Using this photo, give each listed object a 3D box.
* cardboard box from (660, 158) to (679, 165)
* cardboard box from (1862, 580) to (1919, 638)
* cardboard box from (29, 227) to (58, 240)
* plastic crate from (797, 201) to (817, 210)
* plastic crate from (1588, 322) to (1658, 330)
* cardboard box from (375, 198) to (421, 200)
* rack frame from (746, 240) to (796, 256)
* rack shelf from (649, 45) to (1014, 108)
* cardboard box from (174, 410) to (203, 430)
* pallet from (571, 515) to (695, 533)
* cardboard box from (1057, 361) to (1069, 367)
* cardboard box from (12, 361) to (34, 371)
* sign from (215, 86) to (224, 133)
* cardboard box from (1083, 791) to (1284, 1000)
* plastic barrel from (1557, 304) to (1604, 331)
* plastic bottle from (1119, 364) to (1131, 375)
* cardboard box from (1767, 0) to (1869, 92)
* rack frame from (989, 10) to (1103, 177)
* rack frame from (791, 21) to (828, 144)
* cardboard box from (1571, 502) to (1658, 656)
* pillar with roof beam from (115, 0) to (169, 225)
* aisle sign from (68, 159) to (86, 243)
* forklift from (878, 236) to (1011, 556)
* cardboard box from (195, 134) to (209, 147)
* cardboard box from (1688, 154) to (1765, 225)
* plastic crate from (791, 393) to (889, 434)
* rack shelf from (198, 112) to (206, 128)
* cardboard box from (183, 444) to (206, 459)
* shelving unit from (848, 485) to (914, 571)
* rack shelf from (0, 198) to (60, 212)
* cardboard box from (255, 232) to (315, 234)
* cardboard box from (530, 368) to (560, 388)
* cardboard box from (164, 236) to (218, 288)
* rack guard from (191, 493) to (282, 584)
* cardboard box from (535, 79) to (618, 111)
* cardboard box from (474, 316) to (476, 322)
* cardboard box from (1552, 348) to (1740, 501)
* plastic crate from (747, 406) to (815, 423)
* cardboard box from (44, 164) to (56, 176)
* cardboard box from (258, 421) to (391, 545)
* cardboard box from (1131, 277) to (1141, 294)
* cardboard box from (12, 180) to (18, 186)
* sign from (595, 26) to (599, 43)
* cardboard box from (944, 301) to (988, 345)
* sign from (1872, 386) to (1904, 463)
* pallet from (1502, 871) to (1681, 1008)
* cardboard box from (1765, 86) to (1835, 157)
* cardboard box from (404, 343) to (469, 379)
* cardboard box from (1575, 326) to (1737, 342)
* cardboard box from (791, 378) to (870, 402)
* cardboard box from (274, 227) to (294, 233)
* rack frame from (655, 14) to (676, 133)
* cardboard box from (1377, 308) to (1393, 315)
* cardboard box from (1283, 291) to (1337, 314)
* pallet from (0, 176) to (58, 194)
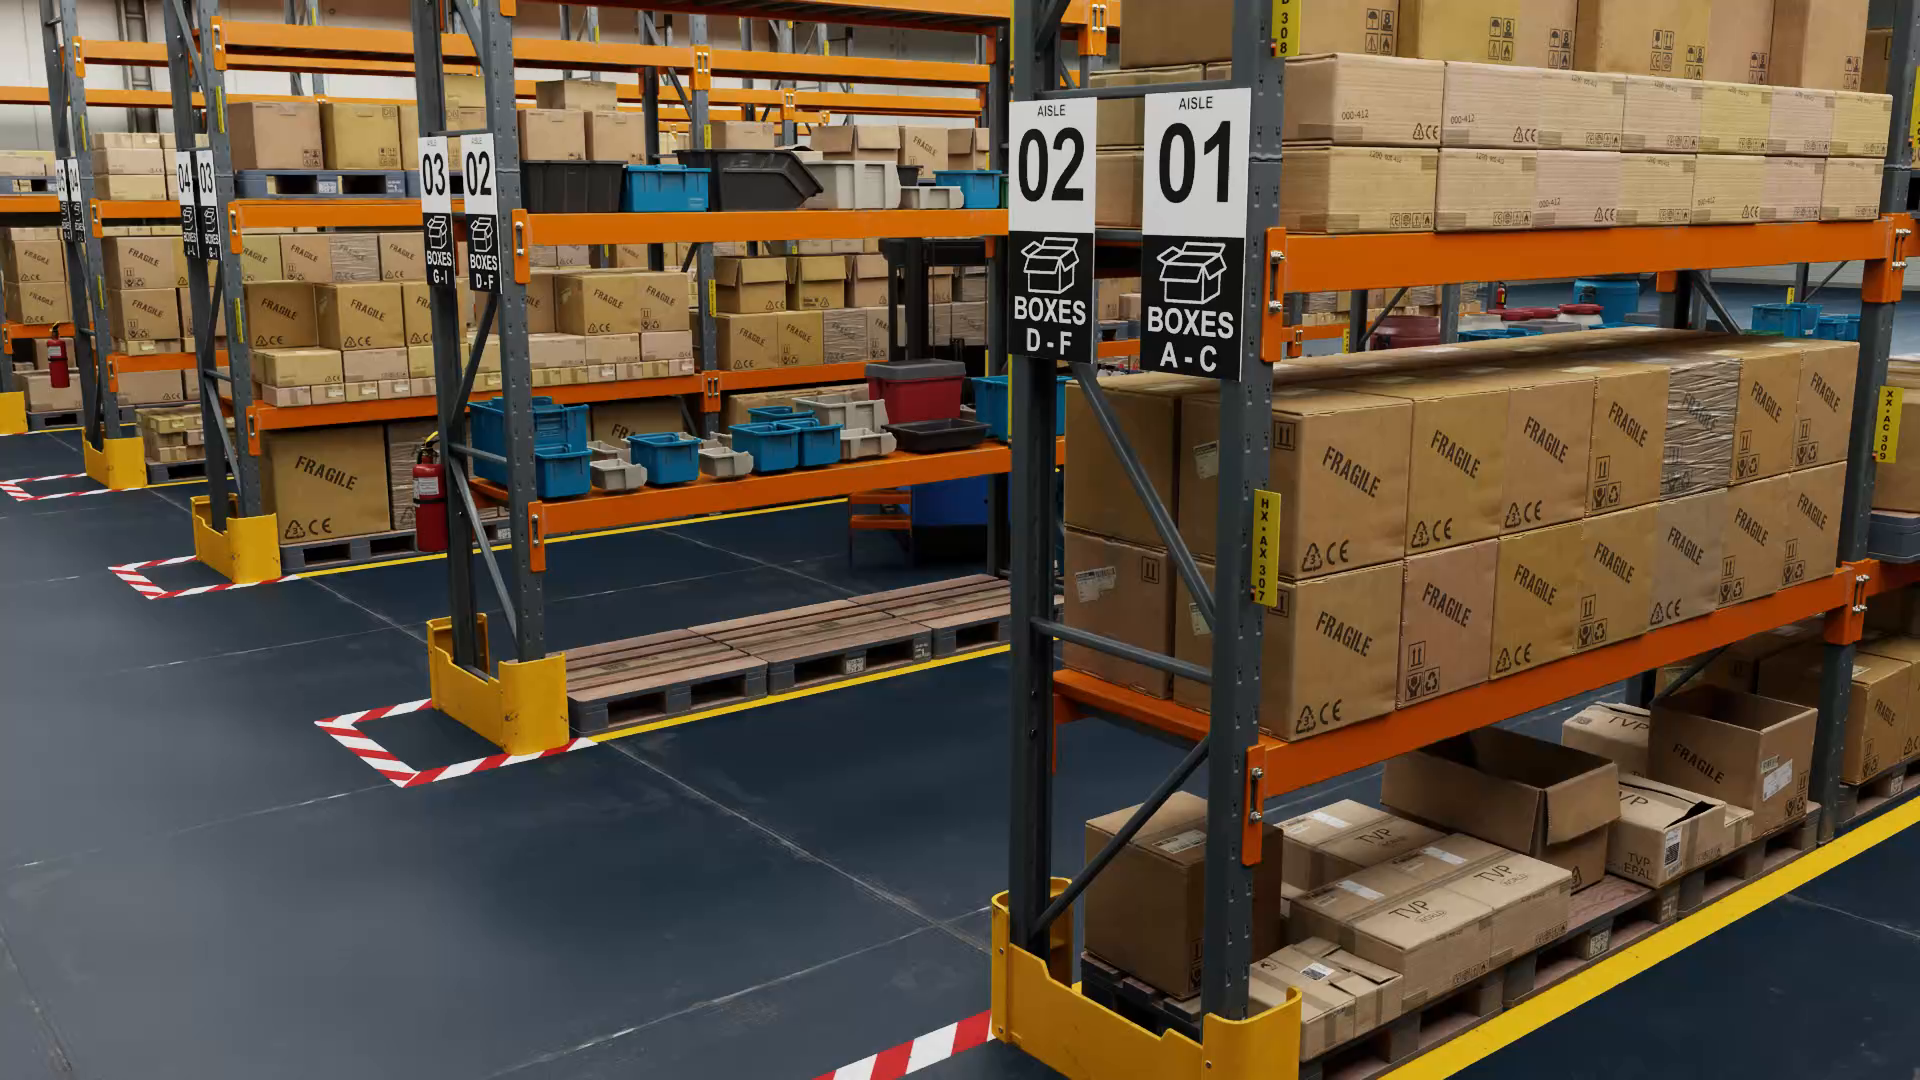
[{"bbox_3d":[-3.497,-4.374,20.044,0.500,0.500,0.500,-9,15,-38],"label":"cardboard box"},{"bbox_3d":[4.958,0.327,8.520,0.500,0.250,0.500,-9,15,-38],"label":"cardboard box"},{"bbox_3d":[-11.242,-3.758,20.396,0.250,0.149,0.380,-9,15,-36],"label":"cardboard box"},{"bbox_3d":[-1.109,-2.092,10.173,0.530,0.136,0.437,-9,15,-38],"label":"plastic crate"},{"bbox_3d":[6.136,-1.801,15.428,0.575,0.384,0.392,-9,15,-38],"label":"plastic crate"},{"bbox_3d":[-6.169,-3.809,17.984,0.500,0.250,0.500,-9,15,-38],"label":"cardboard box"},{"bbox_3d":[-2.434,-3.104,21.527,0.127,3.000,1.000,-9,15,-38],"label":"rack frame"},{"bbox_3d":[-0.976,-4.414,15.947,4.000,0.370,1.077,-9,15,-38],"label":"rack shelf"},{"bbox_3d":[-7.920,-1.236,17.150,0.250,0.149,0.380,-9,15,-37],"label":"cardboard box"},{"bbox_3d":[-3.181,-0.318,15.117,1.213,0.211,1.003,-9,15,-38],"label":"pallet"},{"bbox_3d":[1.224,-2.860,24.479,0.875,0.875,0.875,-9,15,-37],"label":"cardboard box"},{"bbox_3d":[-14.063,-2.584,24.930,0.250,0.149,0.380,-10,16,-40],"label":"cardboard box"},{"bbox_3d":[-5.319,-3.091,11.950,0.005,0.325,0.100,-9,15,-38],"label":"sign"},{"bbox_3d":[0.795,1.256,5.953,0.500,0.500,0.500,-9,15,-38],"label":"cardboard box"},{"bbox_3d":[5.919,-1.980,15.906,0.433,0.535,0.433,0,12,0],"label":"plastic barrel"},{"bbox_3d":[1.214,-1.137,12.379,0.185,0.351,0.144,-9,15,-38],"label":"plastic bottle"},{"bbox_3d":[3.292,-2.097,6.911,0.500,0.500,0.700,-9,15,-38],"label":"cardboard box"},{"bbox_3d":[0.556,-3.899,10.826,0.127,3.000,1.000,-9,15,-38],"label":"rack frame"},{"bbox_3d":[-2.482,-7.348,27.067,0.127,3.000,1.000,-9,15,-38],"label":"rack frame"},{"bbox_3d":[2.220,0.098,6.206,0.500,0.500,0.500,-9,15,-37],"label":"cardboard box"},{"bbox_3d":[-10.250,-6.472,22.942,0.400,9.000,9.100,-9,15,-38],"label":"pillar with roof beam"},{"bbox_3d":[-8.551,-3.280,16.094,0.004,0.787,0.394,-9,15,-38],"label":"aisle sign"},{"bbox_3d":[-0.107,-1.561,14.426,1.130,2.935,3.031,-2,12,-10],"label":"forklift"},{"bbox_3d":[-7.628,-3.990,16.673,0.250,0.149,0.380,-9,15,-37],"label":"cardboard box"},{"bbox_3d":[2.652,-1.319,6.257,0.500,0.250,0.500,-9,15,-38],"label":"cardboard box"},{"bbox_3d":[-0.751,-0.768,10.663,0.530,0.282,0.437,-9,15,-38],"label":"plastic crate"},{"bbox_3d":[-10.271,-6.826,27.306,4.000,0.370,1.077,-9,15,-38],"label":"rack shelf"},{"bbox_3d":[-7.919,-0.940,17.189,0.250,0.149,0.380,-10,15,-38],"label":"cardboard box"},{"bbox_3d":[-0.619,-0.370,12.981,0.503,1.200,0.258,0,12,0],"label":"shelving unit"},{"bbox_3d":[-10.291,-4.231,21.343,4.000,0.370,1.077,-9,15,-38],"label":"rack shelf"},{"bbox_3d":[-7.272,-3.053,17.923,0.500,0.500,0.500,-10,16,-40],"label":"cardboard box"},{"bbox_3d":[-3.575,-1.385,14.036,0.250,0.149,0.380,-10,15,-39],"label":"cardboard box"},{"bbox_3d":[-7.775,-2.832,16.878,0.500,0.500,0.500,-9,15,-36],"label":"cardboard box"},{"bbox_3d":[-5.680,-0.023,13.033,0.348,0.500,1.175,-9,15,-38],"label":"rack guard"},{"bbox_3d":[-3.276,-3.784,14.209,0.500,0.250,0.500,-11,16,-41],"label":"cardboard box"},{"bbox_3d":[-6.896,-2.869,24.523,0.875,0.875,0.875,-9,15,-37],"label":"cardboard box"},{"bbox_3d":[2.622,-0.459,6.419,0.500,0.500,0.500,-9,15,-37],"label":"cardboard box"},{"bbox_3d":[-1.124,-0.701,10.467,0.300,0.233,0.416,-9,15,-38],"label":"plastic crate"},{"bbox_3d":[-11.280,-4.595,20.679,0.250,0.149,0.380,-11,16,-42],"label":"cardboard box"},{"bbox_3d":[-5.212,-0.511,13.417,0.875,0.875,0.875,-9,15,-38],"label":"cardboard box"},{"bbox_3d":[2.413,-2.822,18.937,0.637,0.503,0.797,-8,14,-32],"label":"cardboard box"},{"bbox_3d":[-14.055,-5.283,24.208,0.500,0.250,0.500,-9,15,-37],"label":"cardboard box"},{"bbox_3d":[-5.256,-7.274,24.088,0.005,0.325,0.100,-9,15,-38],"label":"sign"},{"bbox_3d":[-0.038,-2.168,16.875,0.500,0.500,0.500,-10,15,-38],"label":"cardboard box"},{"bbox_3d":[3.993,-0.497,7.163,0.005,0.325,0.100,-9,15,-38],"label":"sign"},{"bbox_3d":[2.157,1.452,6.784,1.213,0.211,1.003,-9,15,-38],"label":"pallet"},{"bbox_3d":[3.045,-1.628,6.508,0.500,0.250,0.500,-9,15,-38],"label":"cardboard box"},{"bbox_3d":[-4.322,-1.472,13.487,0.500,0.250,0.500,-10,16,-40],"label":"cardboard box"},{"bbox_3d":[3.104,-0.683,7.476,0.500,0.500,0.500,-9,15,-36],"label":"cardboard box"},{"bbox_3d":[-1.354,-1.136,16.362,0.875,0.875,1.225,-10,16,-40],"label":"cardboard box"},{"bbox_3d":[-9.044,-4.122,22.111,0.250,0.149,0.380,-9,15,-36],"label":"cardboard box"},{"bbox_3d":[-5.586,-8.152,30.856,0.127,3.000,1.000,-9,15,-38],"label":"rack frame"},{"bbox_3d":[5.228,-2.859,20.975,0.250,0.149,0.380,-9,15,-38],"label":"cardboard box"},{"bbox_3d":[4.099,-3.049,20.307,0.500,0.500,0.875,-9,15,-38],"label":"cardboard box"},{"bbox_3d":[-11.280,-4.378,20.516,1.213,0.211,1.003,-9,15,-38],"label":"pallet"}]
